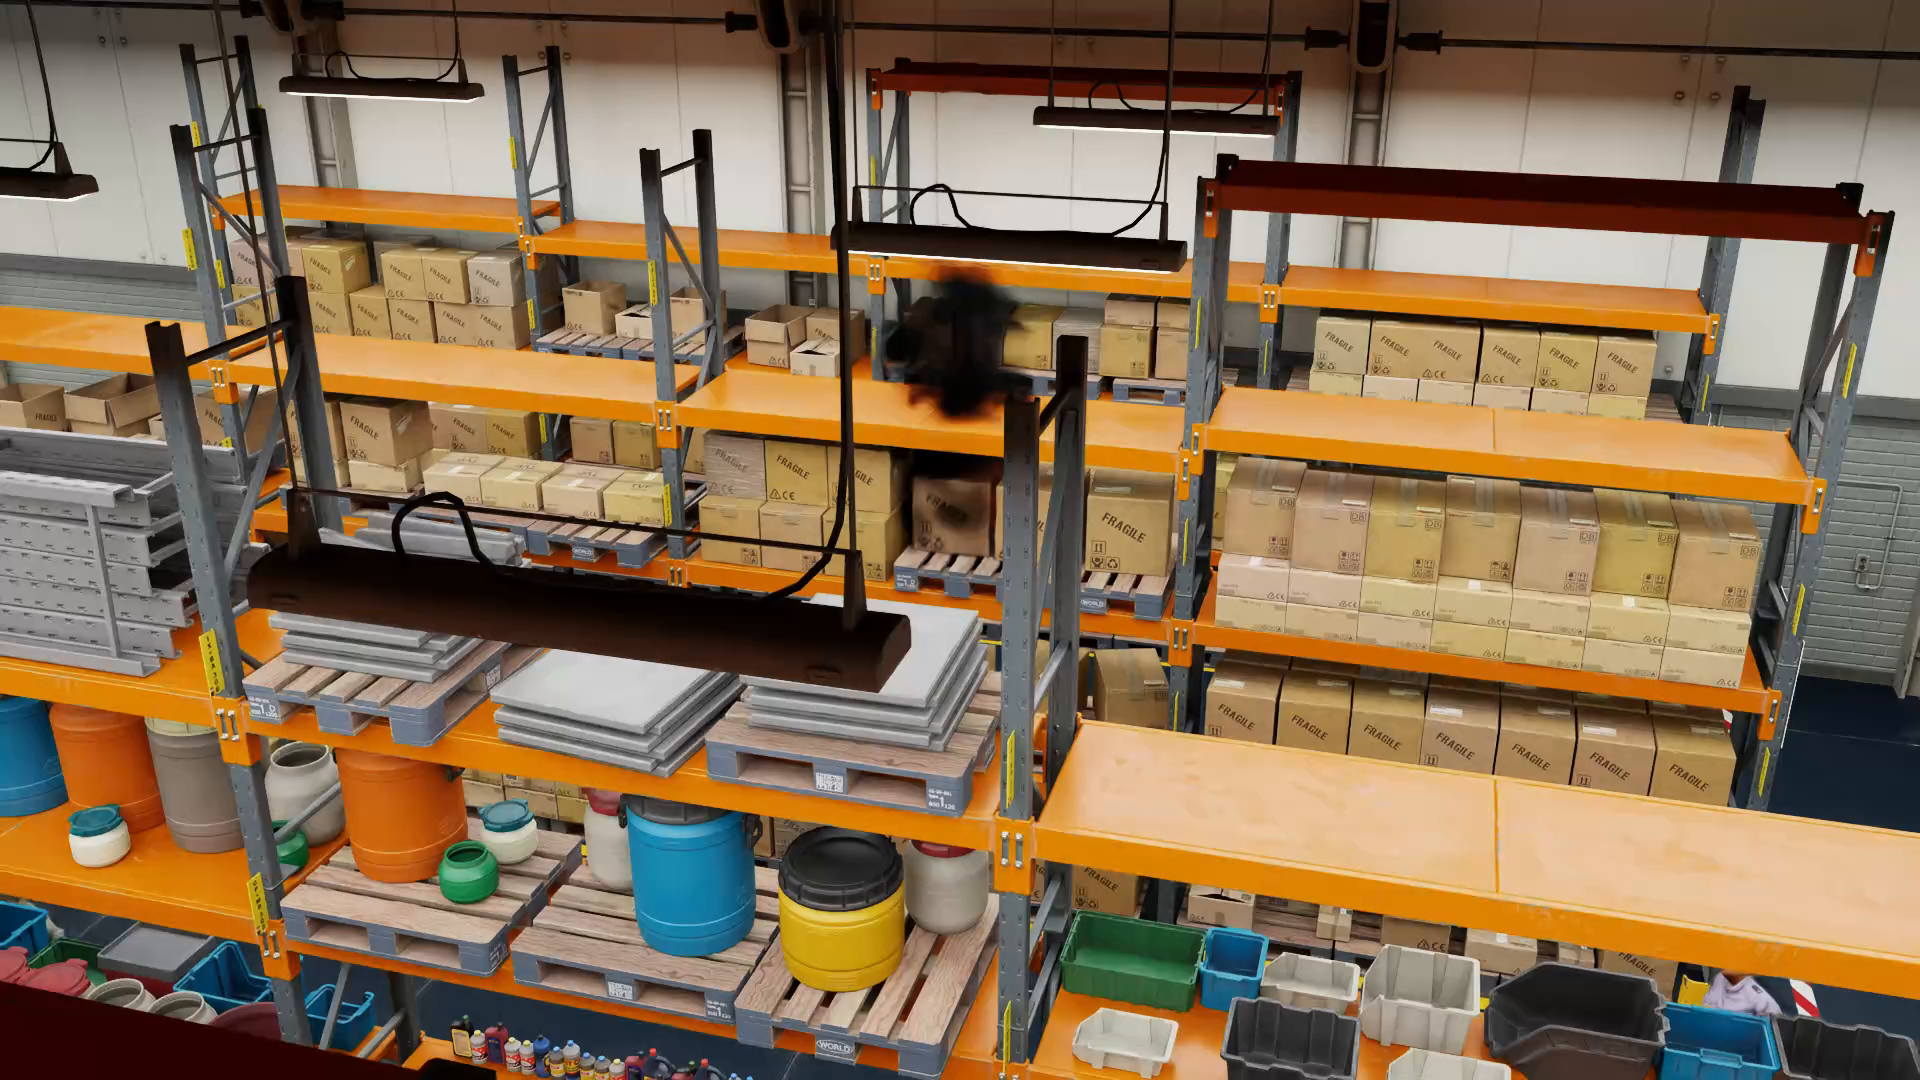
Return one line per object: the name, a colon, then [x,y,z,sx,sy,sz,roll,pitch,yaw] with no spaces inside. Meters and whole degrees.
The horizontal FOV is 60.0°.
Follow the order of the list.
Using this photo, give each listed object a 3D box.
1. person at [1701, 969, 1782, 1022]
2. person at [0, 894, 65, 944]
person: [4.967,3.307,10.766,0.531,1.577,0.624,-4,23,-9]
person: [-7.211,2.518,12.512,0.610,1.676,0.656,5,23,12]
